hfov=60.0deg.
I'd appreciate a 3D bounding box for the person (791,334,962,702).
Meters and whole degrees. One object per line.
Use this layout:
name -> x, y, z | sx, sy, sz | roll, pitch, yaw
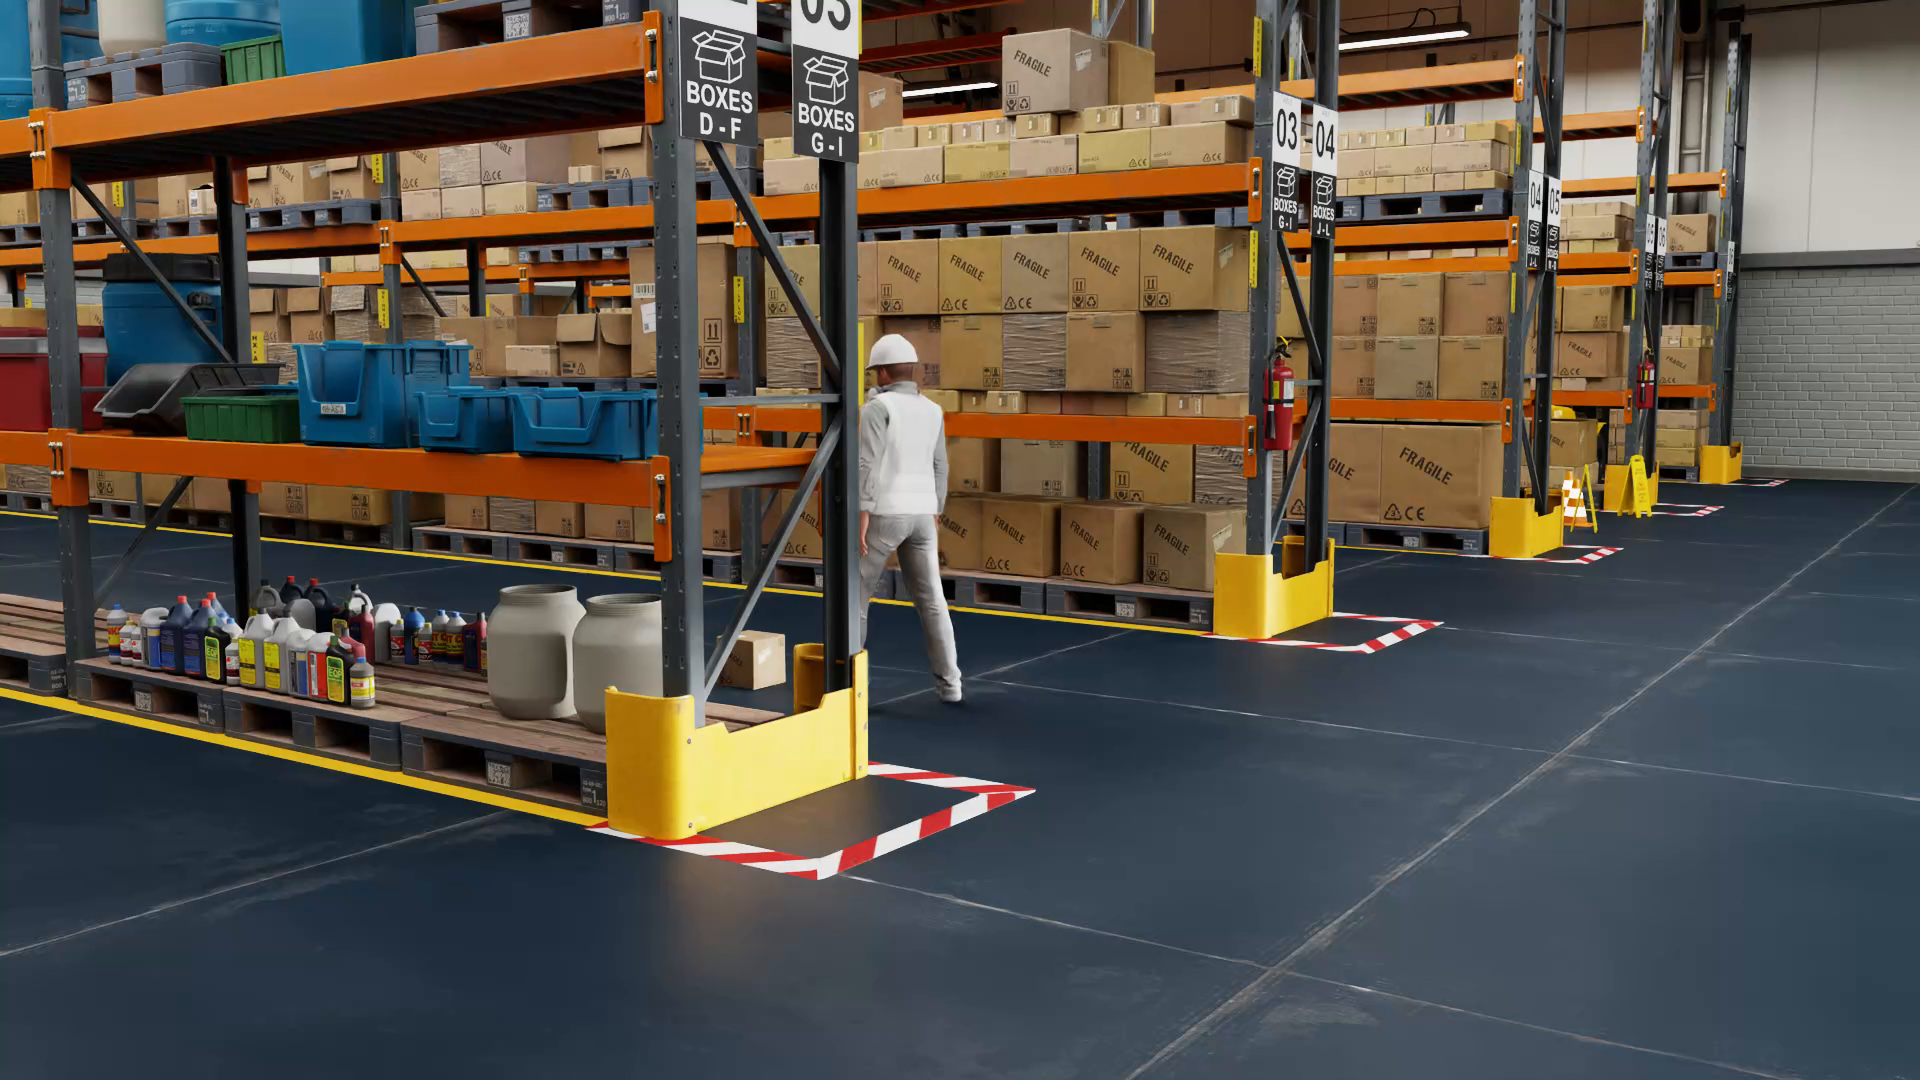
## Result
person -> -0.359, -0.102, 7.959 | 0.711, 1.753, 0.643 | -6, 8, -42
